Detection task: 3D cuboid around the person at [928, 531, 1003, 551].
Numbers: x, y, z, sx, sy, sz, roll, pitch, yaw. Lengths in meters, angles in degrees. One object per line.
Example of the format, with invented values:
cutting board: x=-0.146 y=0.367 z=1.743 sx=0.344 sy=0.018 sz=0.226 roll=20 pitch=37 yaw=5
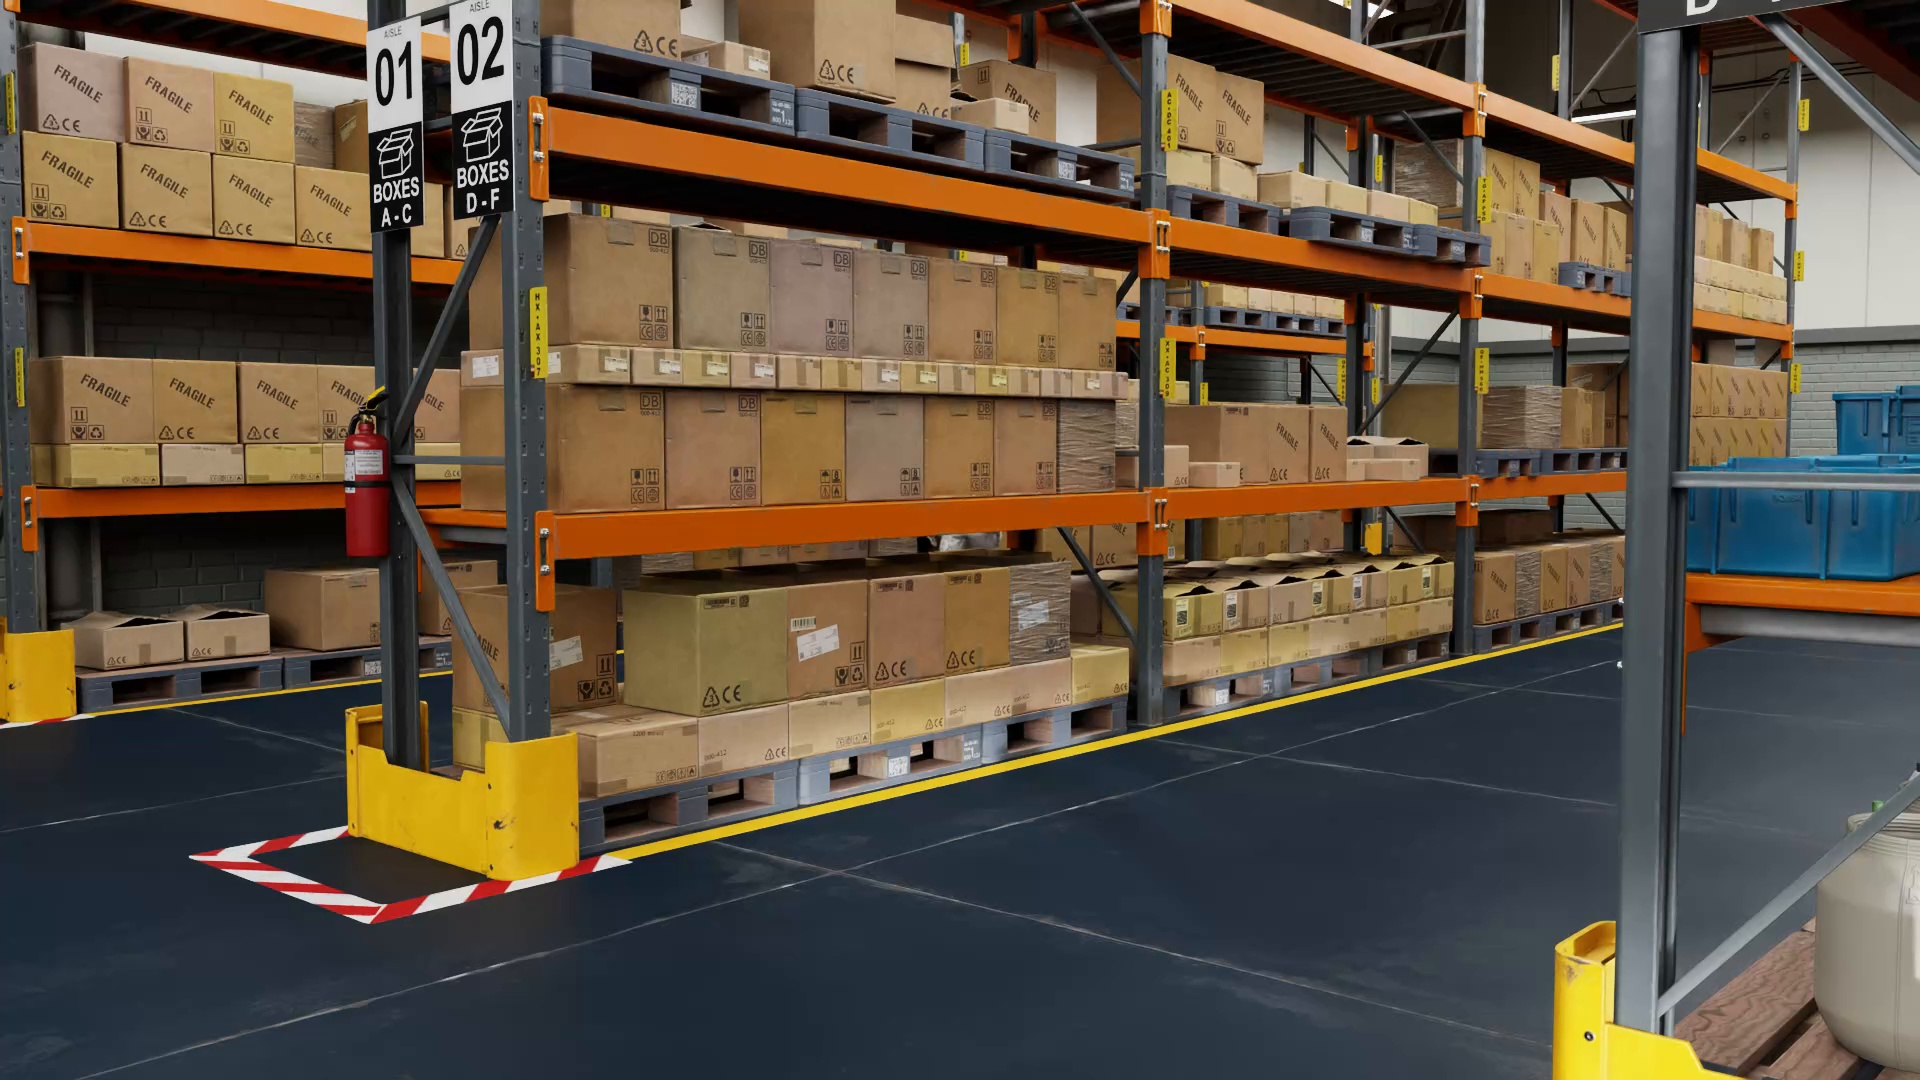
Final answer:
person: x=0.041 y=-0.123 z=13.212 sx=0.598 sy=1.780 sz=0.562 roll=0 pitch=3 yaw=1
